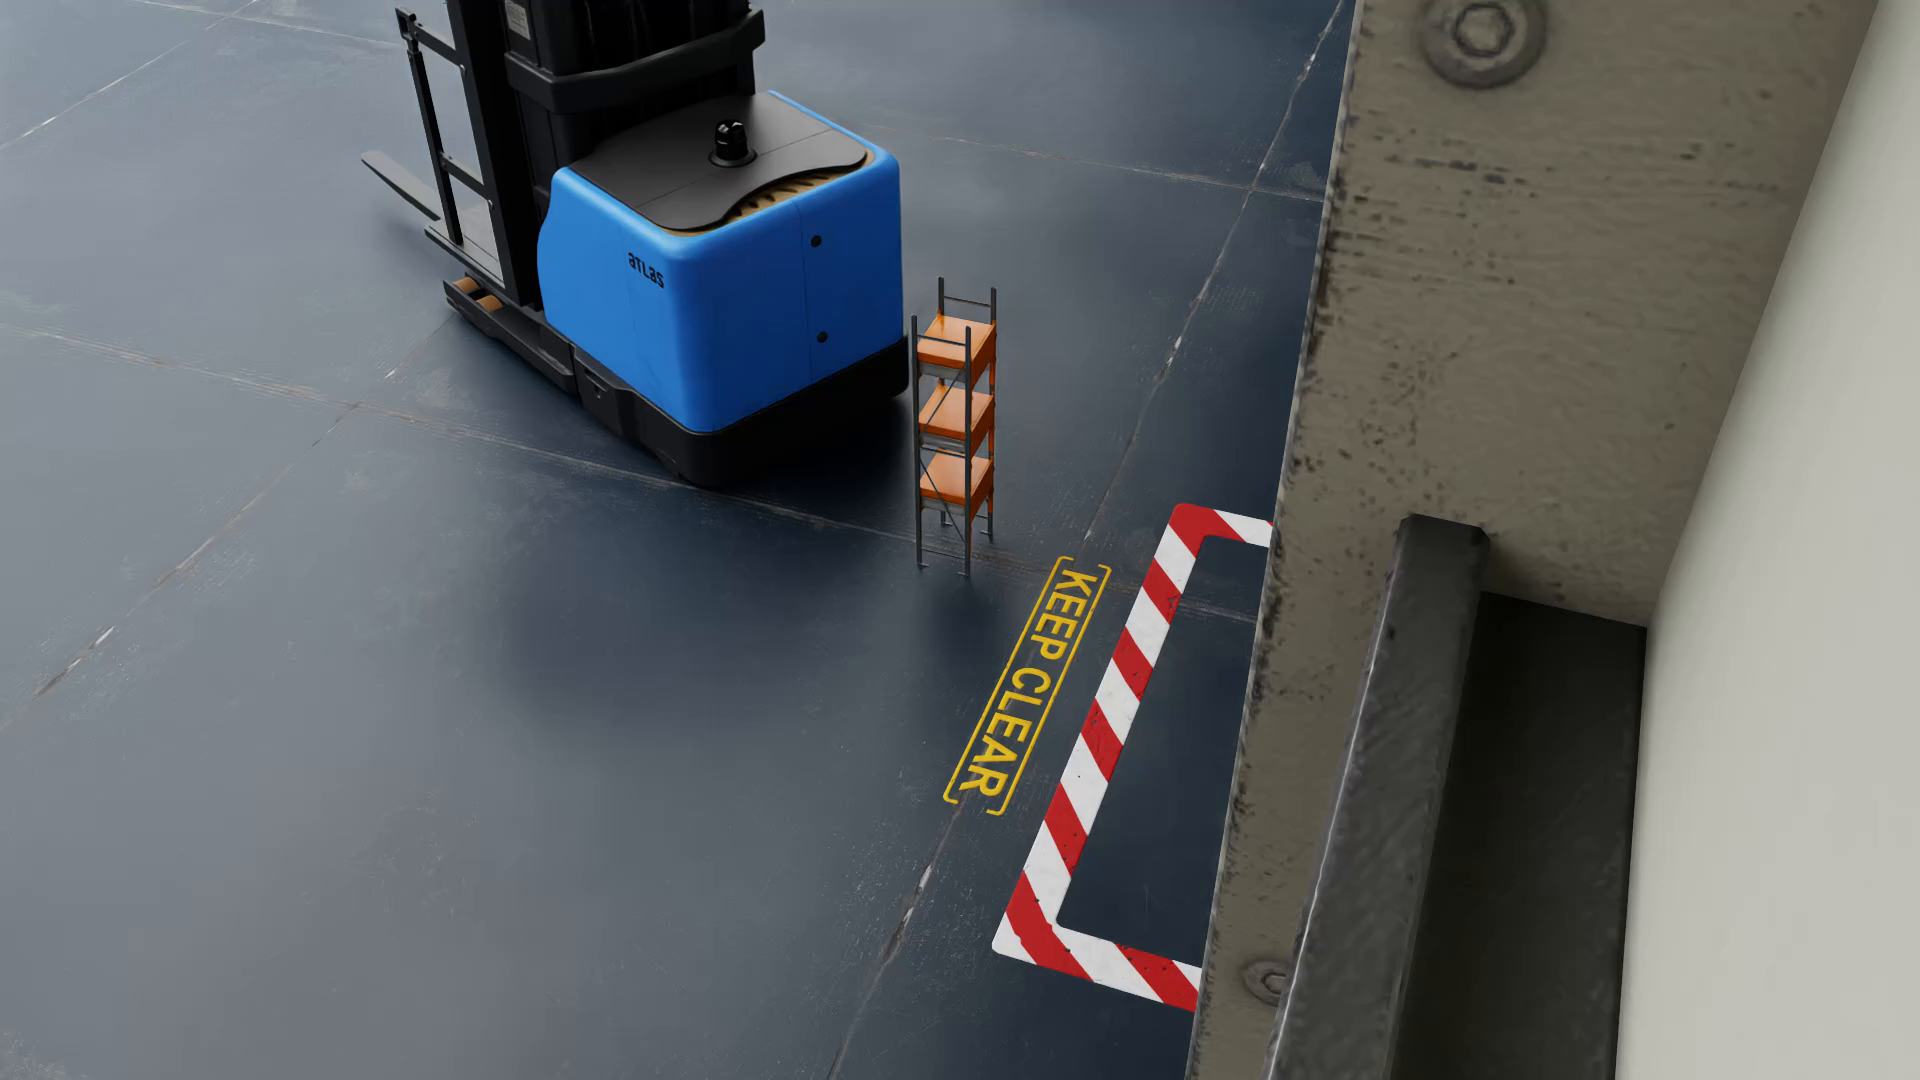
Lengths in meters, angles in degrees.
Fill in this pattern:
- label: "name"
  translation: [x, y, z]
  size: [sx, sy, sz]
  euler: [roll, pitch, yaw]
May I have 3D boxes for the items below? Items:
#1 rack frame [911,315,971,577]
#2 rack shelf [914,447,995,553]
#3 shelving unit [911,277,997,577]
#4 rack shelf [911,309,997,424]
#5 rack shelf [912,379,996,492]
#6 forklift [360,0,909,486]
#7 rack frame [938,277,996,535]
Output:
- label: "rack frame"
  translation: [-0.060, -0.292, 5.595]
  size: [0.200, 1.050, 0.008]
  euler: [13, 42, 15]
- label: "rack shelf"
  translation: [-0.018, -0.147, 5.870]
  size: [0.215, 0.259, 0.240]
  euler: [13, 42, 15]
- label: "shelving unit"
  translation: [-0.018, -0.367, 5.683]
  size: [0.215, 1.050, 0.252]
  euler: [13, 42, 15]
- label: "rack shelf"
  translation: [-0.018, -0.575, 5.505]
  size: [0.215, 0.259, 0.240]
  euler: [13, 42, 15]
- label: "rack shelf"
  translation: [-0.018, -0.359, 5.689]
  size: [0.215, 0.259, 0.240]
  euler: [13, 42, 15]
- label: "forklift"
  translation: [-1.568, -2.186, 6.366]
  size: [1.130, 2.935, 3.031]
  euler: [-31, 49, -31]
- label: "rack frame"
  translation: [0.023, -0.441, 5.770]
  size: [0.200, 1.050, 0.008]
  euler: [13, 42, 15]
